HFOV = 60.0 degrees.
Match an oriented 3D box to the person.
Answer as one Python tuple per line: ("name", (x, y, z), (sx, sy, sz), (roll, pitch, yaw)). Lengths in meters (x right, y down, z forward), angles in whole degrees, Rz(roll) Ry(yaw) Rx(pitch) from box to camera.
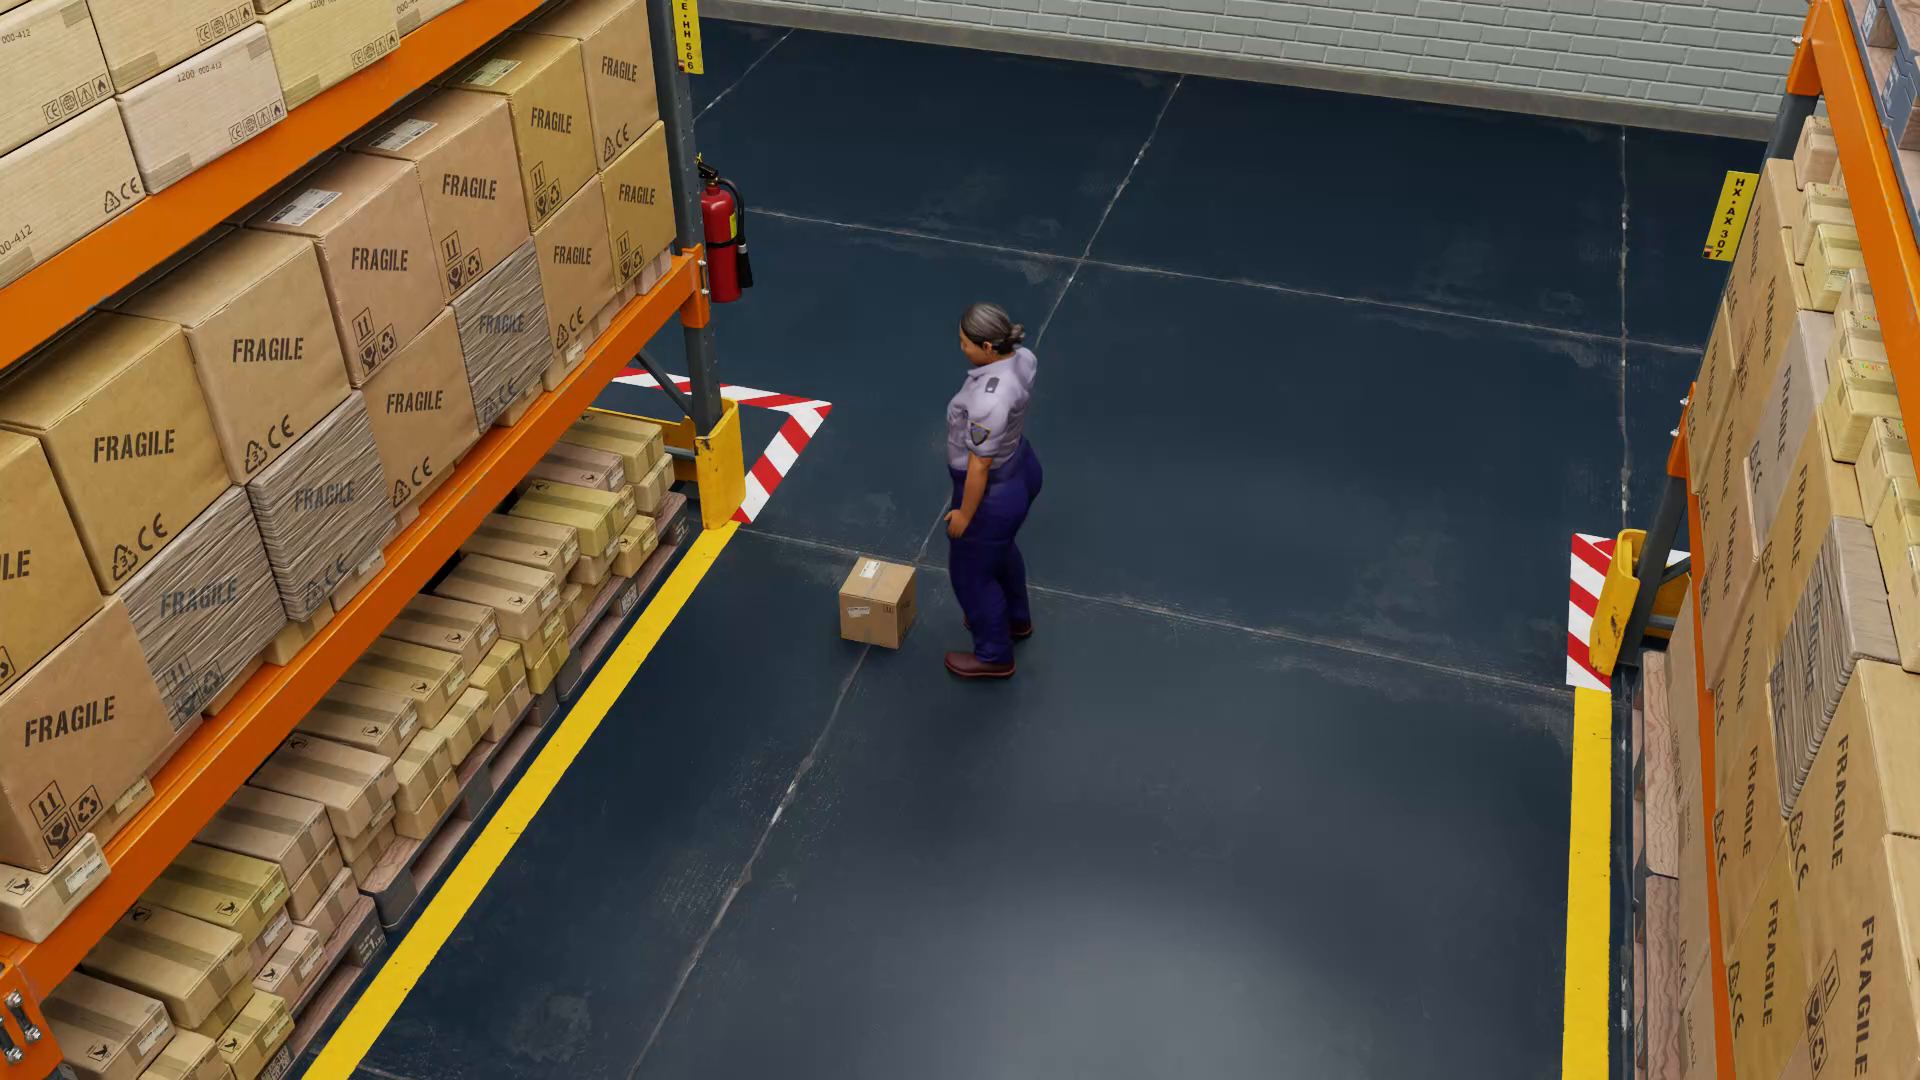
("person", (0.119, -0.182, 6.415), (0.339, 1.640, 0.474), (11, 39, 15))
